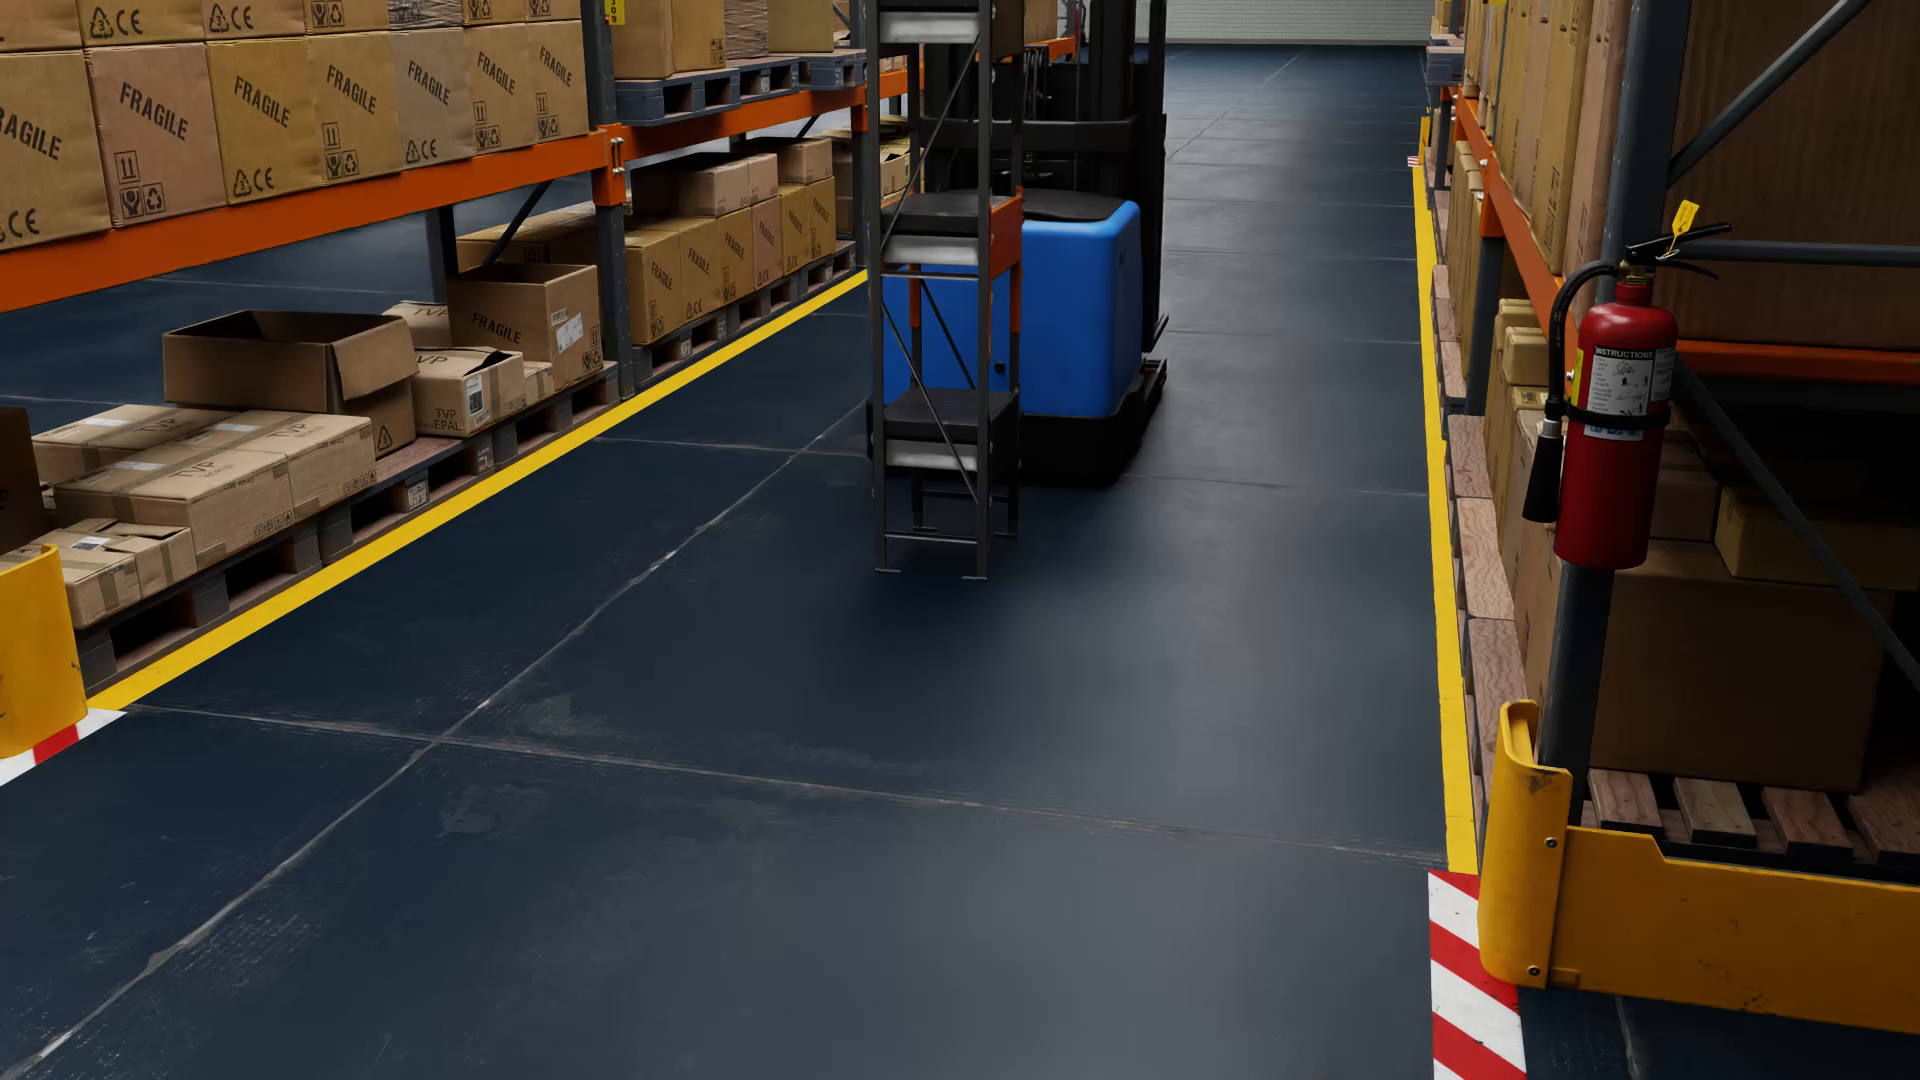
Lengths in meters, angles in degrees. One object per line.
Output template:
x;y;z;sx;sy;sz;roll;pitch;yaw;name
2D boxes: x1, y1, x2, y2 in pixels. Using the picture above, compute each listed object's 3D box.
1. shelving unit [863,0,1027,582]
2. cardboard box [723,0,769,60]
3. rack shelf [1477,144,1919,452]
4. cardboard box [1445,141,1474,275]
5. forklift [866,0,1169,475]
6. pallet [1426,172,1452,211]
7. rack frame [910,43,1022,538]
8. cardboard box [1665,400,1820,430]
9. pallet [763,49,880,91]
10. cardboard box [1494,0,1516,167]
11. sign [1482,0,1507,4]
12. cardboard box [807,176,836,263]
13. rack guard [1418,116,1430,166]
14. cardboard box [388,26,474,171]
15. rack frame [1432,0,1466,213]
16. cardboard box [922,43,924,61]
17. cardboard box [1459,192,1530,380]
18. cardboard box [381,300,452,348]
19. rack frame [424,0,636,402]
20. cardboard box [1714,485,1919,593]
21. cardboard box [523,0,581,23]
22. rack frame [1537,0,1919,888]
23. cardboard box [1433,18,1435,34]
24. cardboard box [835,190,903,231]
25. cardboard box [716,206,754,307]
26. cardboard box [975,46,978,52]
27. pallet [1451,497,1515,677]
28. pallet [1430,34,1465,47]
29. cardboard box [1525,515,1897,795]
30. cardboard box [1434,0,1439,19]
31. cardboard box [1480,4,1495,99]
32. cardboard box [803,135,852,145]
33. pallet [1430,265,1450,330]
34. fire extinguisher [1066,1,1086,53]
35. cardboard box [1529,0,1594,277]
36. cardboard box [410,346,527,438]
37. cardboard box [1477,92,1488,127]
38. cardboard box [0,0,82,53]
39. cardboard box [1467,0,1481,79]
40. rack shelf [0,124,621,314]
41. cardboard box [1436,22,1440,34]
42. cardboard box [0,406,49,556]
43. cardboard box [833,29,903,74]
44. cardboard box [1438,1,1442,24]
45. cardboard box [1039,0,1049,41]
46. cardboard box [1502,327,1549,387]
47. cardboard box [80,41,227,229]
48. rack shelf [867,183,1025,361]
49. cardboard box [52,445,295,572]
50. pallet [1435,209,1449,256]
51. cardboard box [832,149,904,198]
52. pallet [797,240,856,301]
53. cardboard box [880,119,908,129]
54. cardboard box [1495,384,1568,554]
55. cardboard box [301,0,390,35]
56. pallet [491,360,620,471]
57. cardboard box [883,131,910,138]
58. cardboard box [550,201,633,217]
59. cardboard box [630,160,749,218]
-0.040;-0.942;5.696;0.431;2.100;0.503;5;19;13;shelving unit
-1.592;-3.177;10.043;0.700;0.500;0.500;9;21;24;cardboard box
2.199;-0.798;4.995;1.077;0.370;4.000;5;19;13;rack shelf
3.358;-1.980;10.020;0.750;0.750;0.750;4;19;13;cardboard box
0.429;-2.089;7.770;1.130;2.935;3.031;4;19;12;forklift
4.772;-3.166;15.130;1.003;0.211;1.213;5;19;13;pallet
0.019;-1.018;5.920;0.400;2.100;0.015;5;19;13;rack frame
2.194;-0.323;4.708;0.380;0.149;0.250;5;19;14;cardboard box
-1.237;-3.100;10.919;1.213;0.211;1.003;5;19;13;pallet
2.539;-1.738;6.172;0.980;0.700;0.700;5;19;14;cardboard box
2.159;-2.315;6.656;0.100;0.325;0.005;5;19;13;sign
-1.140;-2.122;10.947;0.500;0.500;0.500;5;20;16;cardboard box
5.601;-4.319;18.060;1.175;0.500;0.348;5;19;13;rack guard
-2.238;-1.702;6.377;0.500;0.500;0.500;5;20;15;cardboard box
4.642;-4.272;14.055;1.000;3.000;0.127;5;19;13;rack frame
-0.494;-4.305;13.997;0.500;0.500;0.500;6;20;17;cardboard box
2.721;-1.160;7.620;0.750;0.750;0.750;5;19;14;cardboard box
-2.429;-0.976;7.884;0.500;0.311;0.500;5;19;13;cardboard box
-2.117;-2.155;7.856;1.000;3.000;0.127;5;19;13;rack frame
1.948;-0.006;3.779;0.380;0.149;0.250;5;19;14;cardboard box
-1.989;-2.497;7.154;0.500;0.500;0.500;5;19;14;cardboard box
1.711;-0.511;3.044;1.000;3.000;0.127;5;19;13;rack frame
5.080;-5.173;16.893;0.500;0.250;0.500;4;19;12;cardboard box
-0.727;-2.447;12.316;0.500;0.250;0.500;5;19;13;cardboard box
-1.513;-1.637;9.525;0.500;0.500;0.500;5;19;14;cardboard box
-0.060;-4.849;15.590;0.700;0.500;0.500;4;19;12;cardboard box
2.130;0.170;5.362;1.003;0.211;1.213;5;19;13;pallet
4.315;-3.954;13.419;1.003;0.211;1.213;5;19;13;pallet
1.785;0.246;4.045;0.700;0.500;0.500;5;19;13;cardboard box
4.949;-5.378;16.333;0.500;0.500;0.500;4;19;12;cardboard box
2.671;-2.288;7.599;0.500;0.500;0.500;5;19;14;cardboard box
-1.003;-3.077;13.291;0.500;0.311;0.500;5;19;13;cardboard box
3.399;-1.458;10.129;1.003;0.211;1.213;5;19;13;pallet
1.295;-5.880;18.881;0.296;0.674;0.183;5;19;13;fire extinguisher
1.992;-1.043;4.136;0.980;0.700;0.700;5;19;13;cardboard box
-2.164;-0.655;6.943;0.500;0.311;0.500;5;19;13;cardboard box
2.649;-2.030;7.848;0.380;0.149;0.250;5;19;13;cardboard box
-2.730;-1.540;4.354;0.500;0.500;0.500;5;20;15;cardboard box
3.039;-2.765;8.997;0.500;0.500;0.500;5;19;13;cardboard box
-2.605;-1.188;6.137;1.077;0.370;4.000;5;19;13;rack shelf
4.702;-4.698;15.501;0.500;0.250;0.500;5;19;13;cardboard box
-3.200;-0.116;5.074;0.500;0.500;0.500;5;19;13;cardboard box
-0.733;-3.632;12.317;0.500;0.311;0.500;4;19;13;cardboard box
4.574;-4.895;14.920;0.500;0.500;0.500;5;19;13;cardboard box
0.565;-5.653;17.943;0.700;0.500;0.500;5;20;15;cardboard box
2.018;-0.605;5.532;0.380;0.149;0.250;4;19;12;cardboard box
-2.609;-1.229;4.990;0.500;0.500;0.500;4;19;13;cardboard box
-0.040;-0.929;5.701;0.431;0.518;0.480;5;19;13;rack shelf
-2.564;-0.113;5.451;0.500;0.250;0.500;5;19;13;cardboard box
4.158;-2.325;12.668;1.003;0.211;1.213;5;19;13;pallet
-0.727;-2.713;12.225;0.500;0.311;0.500;5;20;15;cardboard box
-1.358;-1.858;11.301;1.003;0.211;1.213;5;19;13;pallet
-0.632;-3.559;14.703;0.500;0.311;0.500;4;19;13;cardboard box
2.152;-0.237;5.457;0.700;0.500;0.500;5;20;15;cardboard box
-2.359;-2.020;5.760;0.500;0.500;0.500;4;19;13;cardboard box
-2.285;-0.620;7.677;1.003;0.211;1.213;5;19;13;pallet
-0.355;-3.199;13.649;0.500;0.311;0.500;4;19;13;cardboard box
-2.022;-1.669;9.620;0.500;0.500;0.500;5;19;14;cardboard box
-1.518;-1.981;9.373;0.500;0.250;0.500;5;19;13;cardboard box
